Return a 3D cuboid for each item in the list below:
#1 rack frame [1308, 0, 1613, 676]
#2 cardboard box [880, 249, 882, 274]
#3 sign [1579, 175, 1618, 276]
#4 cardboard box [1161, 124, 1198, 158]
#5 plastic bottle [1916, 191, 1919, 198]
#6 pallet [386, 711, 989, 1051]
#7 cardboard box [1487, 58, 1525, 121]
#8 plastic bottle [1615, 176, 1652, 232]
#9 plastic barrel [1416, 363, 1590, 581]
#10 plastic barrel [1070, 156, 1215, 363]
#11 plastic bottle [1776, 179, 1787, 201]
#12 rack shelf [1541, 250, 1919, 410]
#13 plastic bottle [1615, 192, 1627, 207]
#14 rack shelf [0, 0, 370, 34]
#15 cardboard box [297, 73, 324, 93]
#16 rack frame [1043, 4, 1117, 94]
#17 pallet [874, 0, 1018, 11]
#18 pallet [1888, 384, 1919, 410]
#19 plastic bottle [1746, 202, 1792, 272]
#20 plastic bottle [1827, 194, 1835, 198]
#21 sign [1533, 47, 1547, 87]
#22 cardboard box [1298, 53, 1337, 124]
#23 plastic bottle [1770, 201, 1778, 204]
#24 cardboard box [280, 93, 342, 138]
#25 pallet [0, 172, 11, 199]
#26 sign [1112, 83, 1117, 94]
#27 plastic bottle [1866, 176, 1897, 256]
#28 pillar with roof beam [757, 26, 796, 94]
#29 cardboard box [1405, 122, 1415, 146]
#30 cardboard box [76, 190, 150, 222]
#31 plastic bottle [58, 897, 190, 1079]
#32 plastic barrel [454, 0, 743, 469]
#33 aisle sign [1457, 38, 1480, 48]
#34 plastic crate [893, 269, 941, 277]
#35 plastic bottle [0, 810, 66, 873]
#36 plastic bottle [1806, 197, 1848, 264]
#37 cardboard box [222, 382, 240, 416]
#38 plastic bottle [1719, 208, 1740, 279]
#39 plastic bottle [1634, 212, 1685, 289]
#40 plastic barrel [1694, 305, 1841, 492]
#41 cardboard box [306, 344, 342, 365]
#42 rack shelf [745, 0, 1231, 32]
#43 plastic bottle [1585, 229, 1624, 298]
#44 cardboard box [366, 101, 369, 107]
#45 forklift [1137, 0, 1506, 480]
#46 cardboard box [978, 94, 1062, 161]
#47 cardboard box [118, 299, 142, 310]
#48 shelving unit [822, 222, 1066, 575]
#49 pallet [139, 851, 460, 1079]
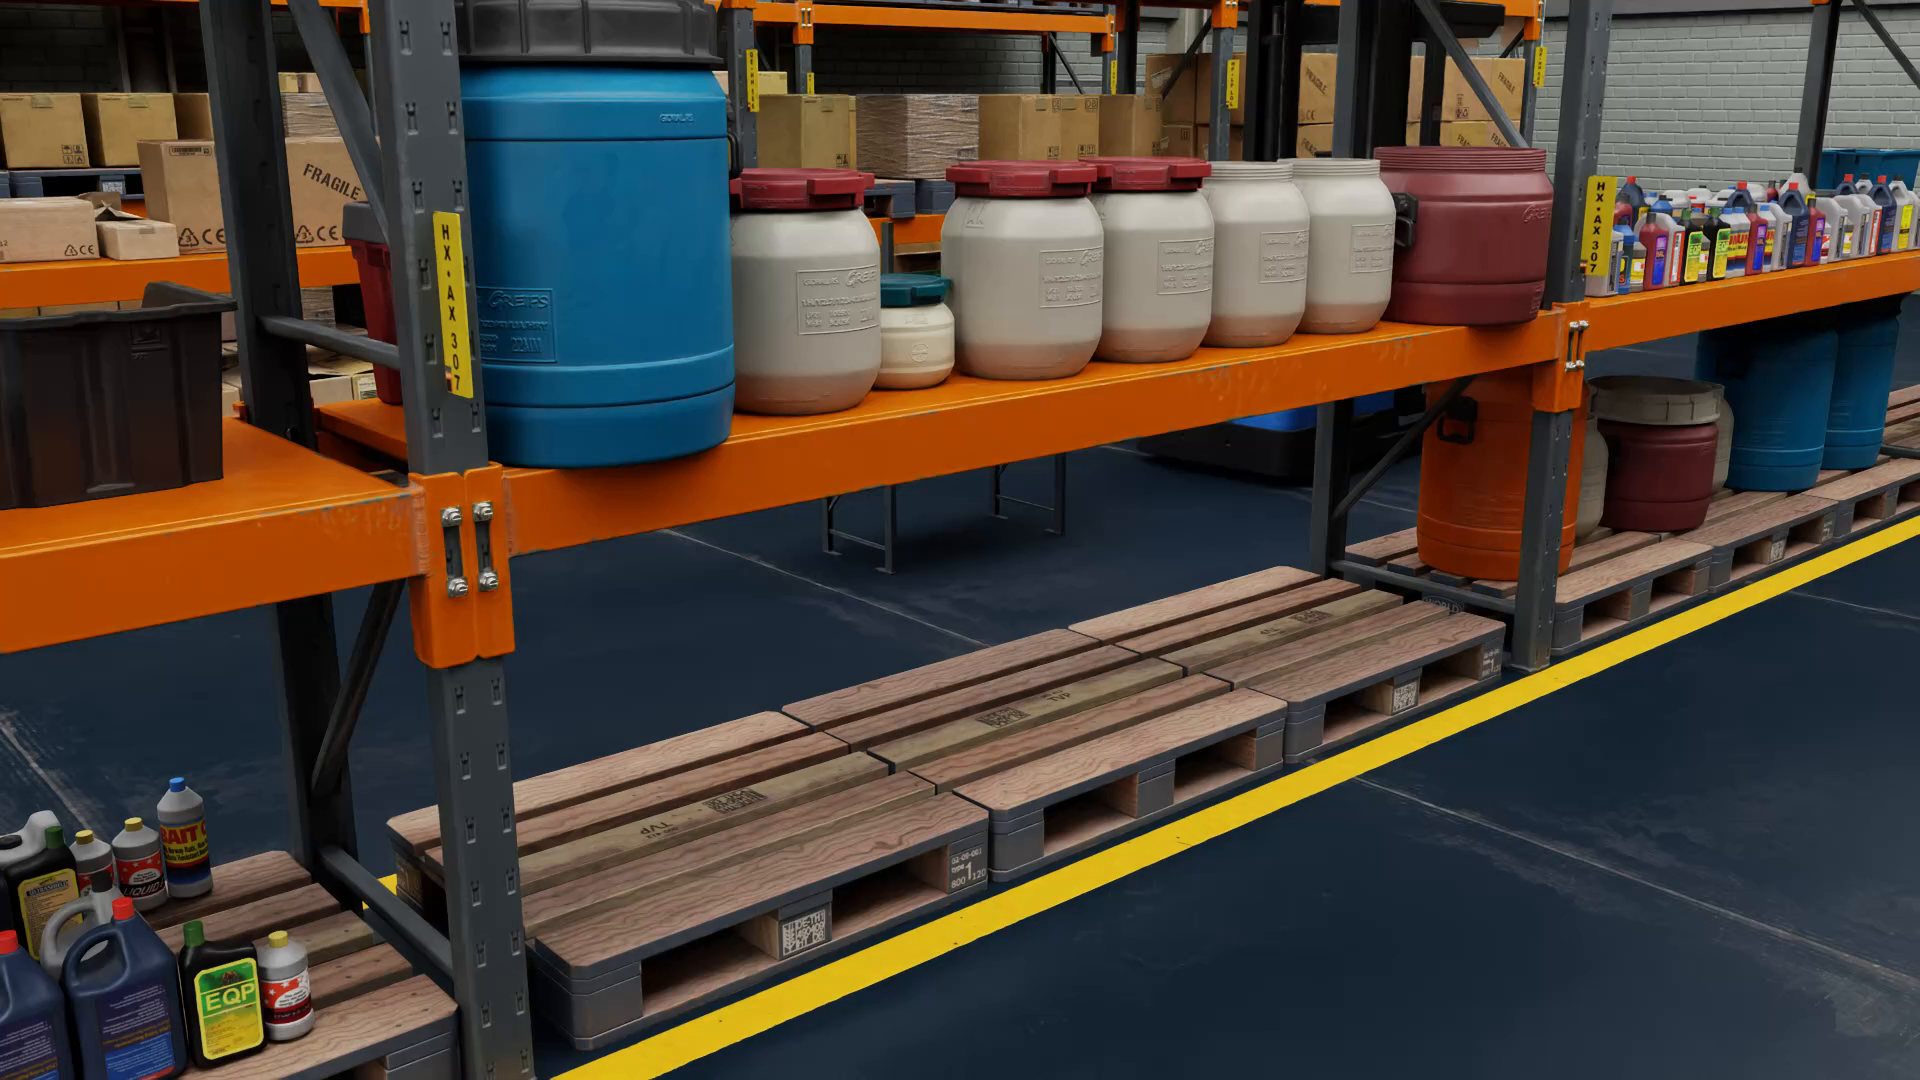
[{"bbox_3d":[1.758,-1.073,5.954,0.127,3.000,1.000,-13,19,-39],"label":"rack frame"},{"bbox_3d":[-1.096,-2.781,16.379,0.500,0.500,0.700,-12,19,-39],"label":"cardboard box"},{"bbox_3d":[2.125,-1.046,5.537,0.005,0.325,0.100,-13,19,-39],"label":"sign"},{"bbox_3d":[1.736,-2.898,12.595,0.500,0.500,0.500,-12,19,-38],"label":"cardboard box"},{"bbox_3d":[4.691,-1.561,8.021,0.135,0.276,0.152,-13,19,-39],"label":"plastic bottle"},{"bbox_3d":[-0.692,0.811,4.303,1.213,0.211,1.003,-13,19,-39],"label":"pallet"},{"bbox_3d":[4.389,-3.795,14.016,0.500,0.500,0.500,-13,20,-40],"label":"cardboard box"},{"bbox_3d":[3.033,-1.467,7.525,0.185,0.351,0.144,-13,19,-39],"label":"plastic bottle"},{"bbox_3d":[2.116,-0.313,6.503,0.708,0.830,0.600,-13,19,-39],"label":"plastic barrel"},{"bbox_3d":[0.486,-0.778,4.586,0.433,0.535,0.433,0,15,0],"label":"plastic barrel"},{"bbox_3d":[4.219,-1.715,8.584,0.133,0.283,0.061,-13,19,-39],"label":"plastic bottle"},{"bbox_3d":[3.267,-1.064,7.315,4.000,0.370,1.077,-13,19,-39],"label":"rack shelf"},{"bbox_3d":[2.926,-1.404,7.419,0.133,0.283,0.061,-13,19,-39],"label":"plastic bottle"},{"bbox_3d":[-6.254,-3.764,11.612,4.000,0.370,1.077,-13,19,-39],"label":"rack shelf"},{"bbox_3d":[-4.986,-3.512,12.781,0.380,0.149,0.250,13,20,40],"label":"cardboard box"},{"bbox_3d":[1.290,-4.357,18.248,0.127,3.000,1.000,-13,19,-39],"label":"rack frame"},{"bbox_3d":[-0.184,-5.428,16.617,1.213,0.211,1.003,-13,19,-39],"label":"pallet"},{"bbox_3d":[6.226,-0.743,10.123,1.213,0.211,1.003,-13,19,-39],"label":"pallet"},{"bbox_3d":[3.343,-1.258,6.888,0.135,0.276,0.152,-13,19,-39],"label":"plastic bottle"},{"bbox_3d":[3.939,-1.432,7.549,0.097,0.271,0.097,0,15,0],"label":"plastic bottle"},{"bbox_3d":[4.894,-3.994,14.033,0.005,0.325,0.100,-13,19,-39],"label":"sign"},{"bbox_3d":[2.456,-3.359,12.383,0.500,0.500,0.500,-13,20,-41],"label":"cardboard box"},{"bbox_3d":[3.996,-1.567,8.189,0.097,0.201,0.097,0,15,0],"label":"plastic bottle"},{"bbox_3d":[-5.093,-3.181,12.800,0.700,0.500,0.500,13,20,40],"label":"cardboard box"},{"bbox_3d":[-7.091,-2.332,11.041,1.213,0.211,1.003,-13,19,-39],"label":"pallet"},{"bbox_3d":[1.165,-3.238,12.382,0.005,0.325,0.100,-13,19,-39],"label":"sign"},{"bbox_3d":[4.158,-1.476,7.559,0.185,0.351,0.144,-13,19,-39],"label":"plastic bottle"},{"bbox_3d":[1.059,-6.026,12.874,0.400,9.000,9.100,-13,19,-39],"label":"pillar with roof beam"},{"bbox_3d":[3.236,-3.055,13.181,0.500,0.500,0.500,-13,20,-40],"label":"cardboard box"},{"bbox_3d":[-3.965,-1.480,7.739,0.258,0.266,0.396,-13,20,-41],"label":"cardboard box"},{"bbox_3d":[-1.556,0.837,3.084,0.185,0.351,0.144,-13,20,-41],"label":"plastic bottle"},{"bbox_3d":[-0.769,-0.644,3.377,0.708,0.901,0.600,-13,19,-39],"label":"plastic barrel"},{"bbox_3d":[4.403,-4.718,14.562,0.004,0.787,0.394,-13,19,-39],"label":"aisle sign"},{"bbox_3d":[-0.131,-0.643,4.755,0.662,0.188,0.450,-13,19,-39],"label":"plastic crate"},{"bbox_3d":[-2.013,0.737,3.604,0.135,0.276,0.152,-12,19,-37],"label":"plastic bottle"},{"bbox_3d":[3.758,-1.351,7.237,0.135,0.276,0.152,-13,19,-39],"label":"plastic bottle"},{"bbox_3d":[-3.652,-0.611,7.652,0.500,0.311,0.500,-13,20,-40],"label":"cardboard box"},{"bbox_3d":[3.026,-1.175,6.587,0.097,0.271,0.097,0,15,0],"label":"plastic bottle"},{"bbox_3d":[2.646,-1.102,6.302,0.135,0.276,0.152,-13,19,-39],"label":"plastic bottle"},{"bbox_3d":[3.820,-0.731,7.926,0.708,0.901,0.600,-13,19,-39],"label":"plastic barrel"},{"bbox_3d":[-3.243,-0.888,8.689,0.500,0.311,0.500,-13,20,-40],"label":"cardboard box"},{"bbox_3d":[0.018,-3.478,10.541,4.000,0.370,1.077,-13,19,-39],"label":"rack shelf"},{"bbox_3d":[2.297,-1.023,6.009,0.135,0.276,0.152,-13,19,-39],"label":"plastic bottle"},{"bbox_3d":[-4.562,-3.335,13.612,0.500,0.500,0.500,-12,19,-39],"label":"cardboard box"},{"bbox_3d":[2.391,-2.041,9.710,1.130,2.935,3.031,14,21,43],"label":"forklift"},{"bbox_3d":[0.235,-2.655,10.871,0.700,0.500,0.500,10,18,33],"label":"cardboard box"},{"bbox_3d":[-6.075,-1.720,12.368,0.500,0.500,0.700,-13,20,-40],"label":"cardboard box"},{"bbox_3d":[-0.064,-0.710,7.502,1.048,1.500,0.538,-13,19,-39],"label":"shelving unit"},{"bbox_3d":[-1.793,1.058,3.382,1.213,0.211,1.003,-13,19,-39],"label":"pallet"}]
